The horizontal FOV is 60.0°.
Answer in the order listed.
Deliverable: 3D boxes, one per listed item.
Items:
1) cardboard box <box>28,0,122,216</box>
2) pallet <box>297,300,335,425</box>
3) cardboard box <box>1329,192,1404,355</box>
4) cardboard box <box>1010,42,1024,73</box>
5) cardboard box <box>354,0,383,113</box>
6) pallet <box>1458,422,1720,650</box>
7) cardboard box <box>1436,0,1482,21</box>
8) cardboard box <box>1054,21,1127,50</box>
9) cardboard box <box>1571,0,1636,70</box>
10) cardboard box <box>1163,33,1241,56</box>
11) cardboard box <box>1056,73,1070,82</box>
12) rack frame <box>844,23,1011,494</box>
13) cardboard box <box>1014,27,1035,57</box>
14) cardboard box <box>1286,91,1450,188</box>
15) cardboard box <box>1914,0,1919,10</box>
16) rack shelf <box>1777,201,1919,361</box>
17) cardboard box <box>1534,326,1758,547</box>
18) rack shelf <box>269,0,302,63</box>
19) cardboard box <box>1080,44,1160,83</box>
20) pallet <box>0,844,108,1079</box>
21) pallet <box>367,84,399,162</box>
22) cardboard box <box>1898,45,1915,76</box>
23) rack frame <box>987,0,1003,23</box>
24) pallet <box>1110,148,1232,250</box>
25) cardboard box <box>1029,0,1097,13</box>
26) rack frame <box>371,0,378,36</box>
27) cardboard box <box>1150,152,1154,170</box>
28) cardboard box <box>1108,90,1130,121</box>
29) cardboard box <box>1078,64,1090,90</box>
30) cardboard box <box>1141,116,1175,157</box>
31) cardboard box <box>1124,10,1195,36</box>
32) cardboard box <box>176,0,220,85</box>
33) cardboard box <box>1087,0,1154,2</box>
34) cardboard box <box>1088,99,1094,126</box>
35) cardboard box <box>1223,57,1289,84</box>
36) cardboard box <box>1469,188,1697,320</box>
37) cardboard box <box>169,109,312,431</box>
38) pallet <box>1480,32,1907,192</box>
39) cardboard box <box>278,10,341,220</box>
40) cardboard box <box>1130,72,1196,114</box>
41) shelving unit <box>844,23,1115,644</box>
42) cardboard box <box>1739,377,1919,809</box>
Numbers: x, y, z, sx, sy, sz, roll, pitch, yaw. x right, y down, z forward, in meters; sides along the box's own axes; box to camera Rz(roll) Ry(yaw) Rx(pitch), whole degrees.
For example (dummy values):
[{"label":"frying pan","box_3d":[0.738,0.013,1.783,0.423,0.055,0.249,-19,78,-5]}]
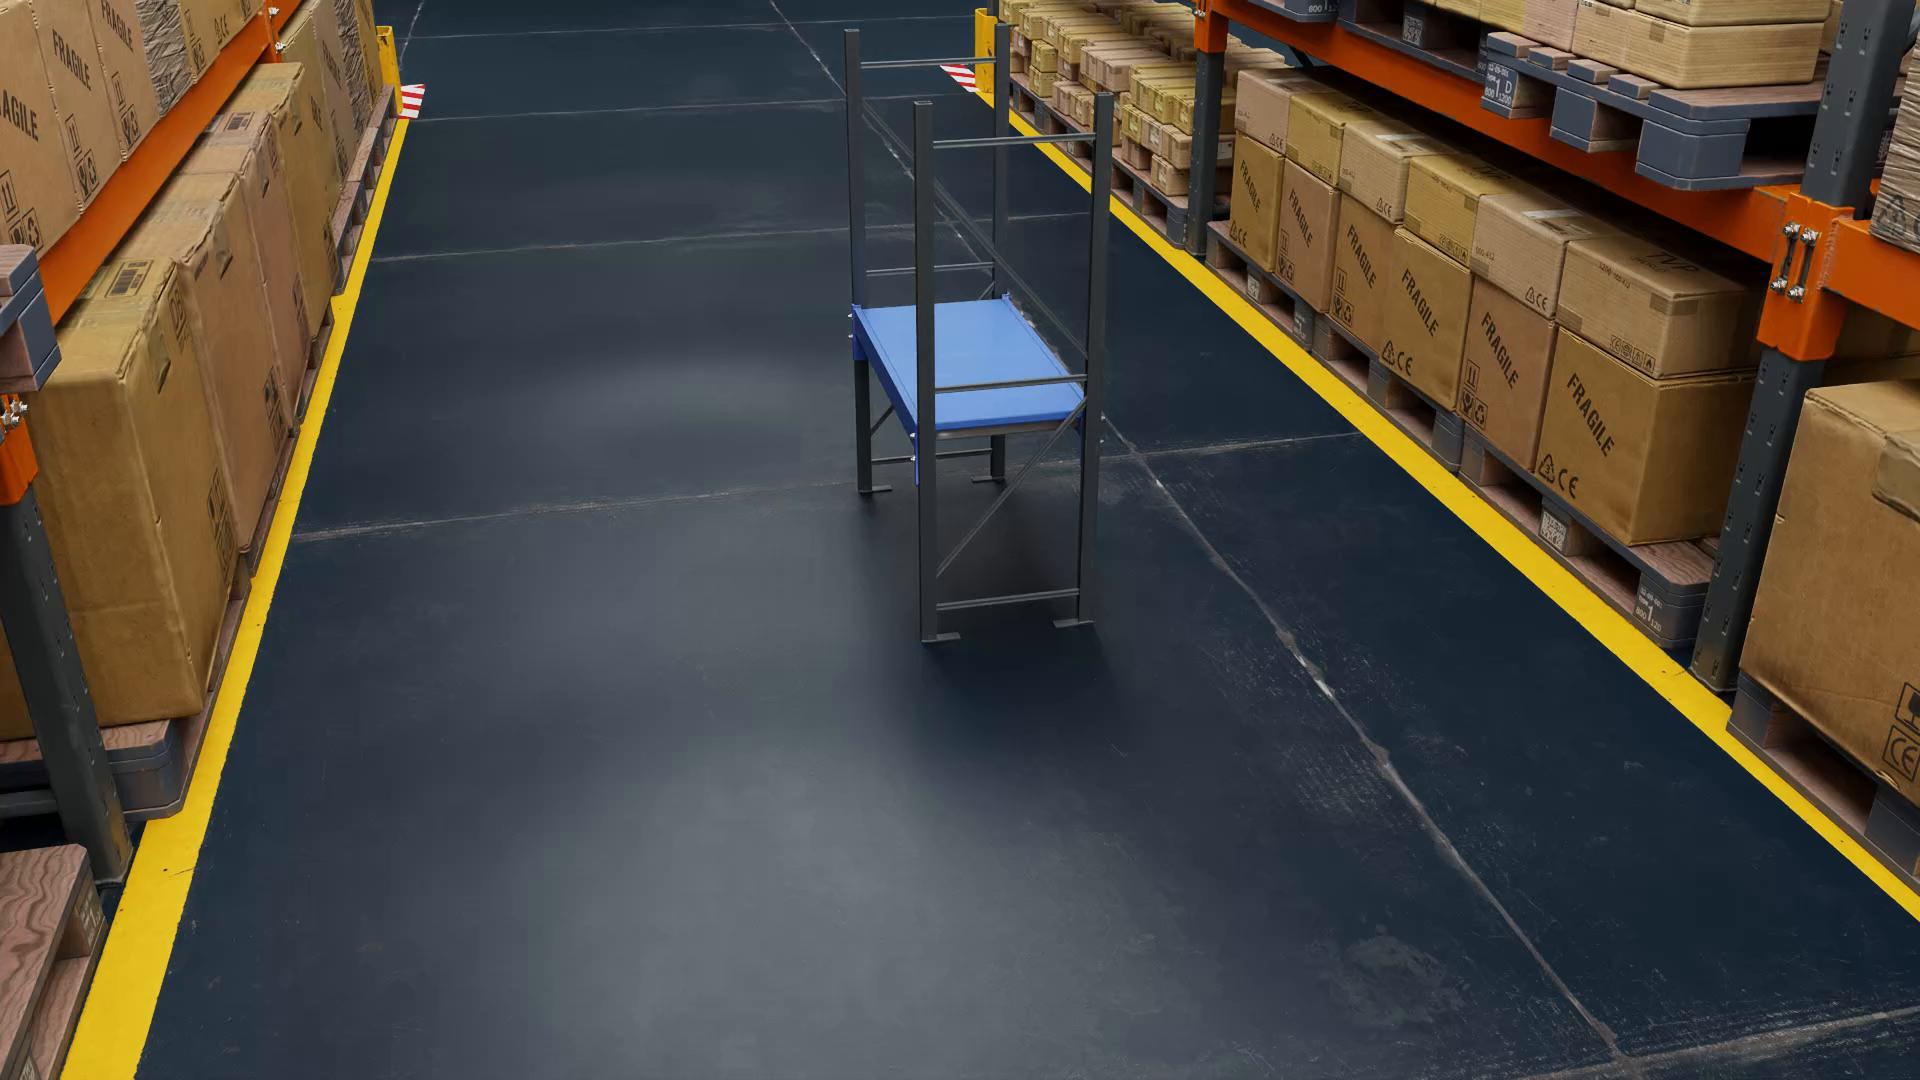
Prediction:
[{"label":"cardboard box","box_3d":[-2.334,-1.054,3.897,0.500,0.500,0.500,-7,28,-13]},{"label":"pallet","box_3d":[-3.025,-0.722,6.446,1.003,0.211,1.213,-6,27,-12]},{"label":"cardboard box","box_3d":[1.743,-1.017,6.243,0.500,0.500,0.500,-5,27,-11]},{"label":"cardboard box","box_3d":[0.487,-3.165,10.890,0.380,0.149,0.250,-5,27,-11]},{"label":"cardboard box","box_3d":[-3.952,-3.020,9.796,0.875,0.875,0.875,-6,27,-12]},{"label":"pallet","box_3d":[2.310,-0.099,5.213,1.003,0.211,1.213,-6,27,-12]},{"label":"cardboard box","box_3d":[1.698,-1.696,5.094,0.380,0.149,0.250,-7,28,-14]},{"label":"cardboard box","box_3d":[0.770,-2.973,9.849,0.380,0.149,0.250,-5,27,-10]},{"label":"cardboard box","box_3d":[1.871,-1.355,4.419,0.380,0.149,0.250,-6,27,-12]},{"label":"cardboard box","box_3d":[1.380,-2.798,9.503,0.380,0.149,0.250,-6,27,-11]},{"label":"cardboard box","box_3d":[0.790,-2.725,10.017,0.380,0.149,0.250,-6,27,-11]},{"label":"rack frame","box_3d":[-0.095,-0.855,5.280,0.500,1.500,0.032,-6,27,-12]},{"label":"cardboard box","box_3d":[0.556,-3.179,10.586,0.380,0.149,0.250,-6,27,-12]},{"label":"cardboard box","box_3d":[1.614,-1.579,6.525,0.500,0.250,0.500,-5,27,-10]},{"label":"cardboard box","box_3d":[2.571,-1.442,4.260,0.380,0.149,0.250,-5,27,-9]},{"label":"rack shelf","box_3d":[2.935,0.198,2.327,1.077,0.370,4.000,-6,27,-12]},{"label":"cardboard box","box_3d":[2.081,-0.335,4.893,0.500,0.500,0.500,-6,27,-12]},{"label":"rack shelf","box_3d":[-3.723,-2.855,8.375,1.077,0.370,4.000,-6,27,-12]},{"label":"cardboard box","box_3d":[0.883,-2.632,9.174,0.380,0.149,0.250,-7,28,-13]},{"label":"pallet","box_3d":[-2.196,1.046,2.943,1.003,0.211,1.213,-6,27,-12]},{"label":"pallet","box_3d":[-3.917,-2.466,9.901,1.003,0.211,1.213,-6,27,-12]},{"label":"cardboard box","box_3d":[2.580,-1.293,4.296,0.380,0.149,0.250,-6,27,-12]},{"label":"rack frame","box_3d":[0.681,-4.513,10.862,1.000,3.000,0.127,-6,27,-12]},{"label":"pallet","box_3d":[1.397,-1.803,8.589,1.003,0.211,1.213,-6,27,-12]},{"label":"cardboard box","box_3d":[0.648,-3.320,10.537,0.380,0.149,0.250,-5,27,-11]},{"label":"rack frame","box_3d":[-4.174,-4.054,9.952,1.000,3.000,0.127,-6,27,-12]},{"label":"cardboard box","box_3d":[1.185,-1.932,8.447,0.380,0.149,0.250,-5,27,-10]},{"label":"cardboard box","box_3d":[1.014,-2.374,8.992,0.380,0.149,0.250,-5,27,-10]},{"label":"cardboard box","box_3d":[0.903,-2.735,9.707,0.380,0.149,0.250,-5,27,-9]},{"label":"cardboard box","box_3d":[1.129,-2.028,8.307,0.380,0.149,0.250,-7,28,-14]},{"label":"cardboard box","box_3d":[1.227,-3.150,10.199,0.380,0.149,0.250,-7,28,-14]},{"label":"cardboard box","box_3d":[-2.672,-1.718,5.214,0.500,0.500,0.500,-6,27,-12]},{"label":"cardboard box","box_3d":[1.047,-3.487,10.867,0.380,0.149,0.250,-6,27,-11]},{"label":"cardboard box","box_3d":[0.936,-2.385,9.344,0.380,0.149,0.250,-5,27,-11]},{"label":"cardboard box","box_3d":[1.517,-2.455,8.822,0.380,0.149,0.250,-7,28,-13]},{"label":"cardboard box","box_3d":[1.950,-0.902,5.183,0.500,0.250,0.500,-6,27,-11]},{"label":"cardboard box","box_3d":[-2.906,-0.866,5.528,1.225,0.875,0.875,-7,28,-13]},{"label":"pallet","box_3d":[2.220,-1.217,4.546,1.213,0.211,1.003,-6,27,-12]},{"label":"cardboard box","box_3d":[-3.343,-1.835,7.448,0.875,0.875,0.875,-6,27,-12]},{"label":"cardboard box","box_3d":[1.090,-2.284,8.483,0.380,0.149,0.250,-6,27,-12]},{"label":"shelving unit","box_3d":[0.019,-0.632,4.838,0.538,1.500,1.048,-6,27,-12]},{"label":"cardboard box","box_3d":[2.534,0.092,3.769,1.050,0.750,0.750,-6,27,-12]}]
